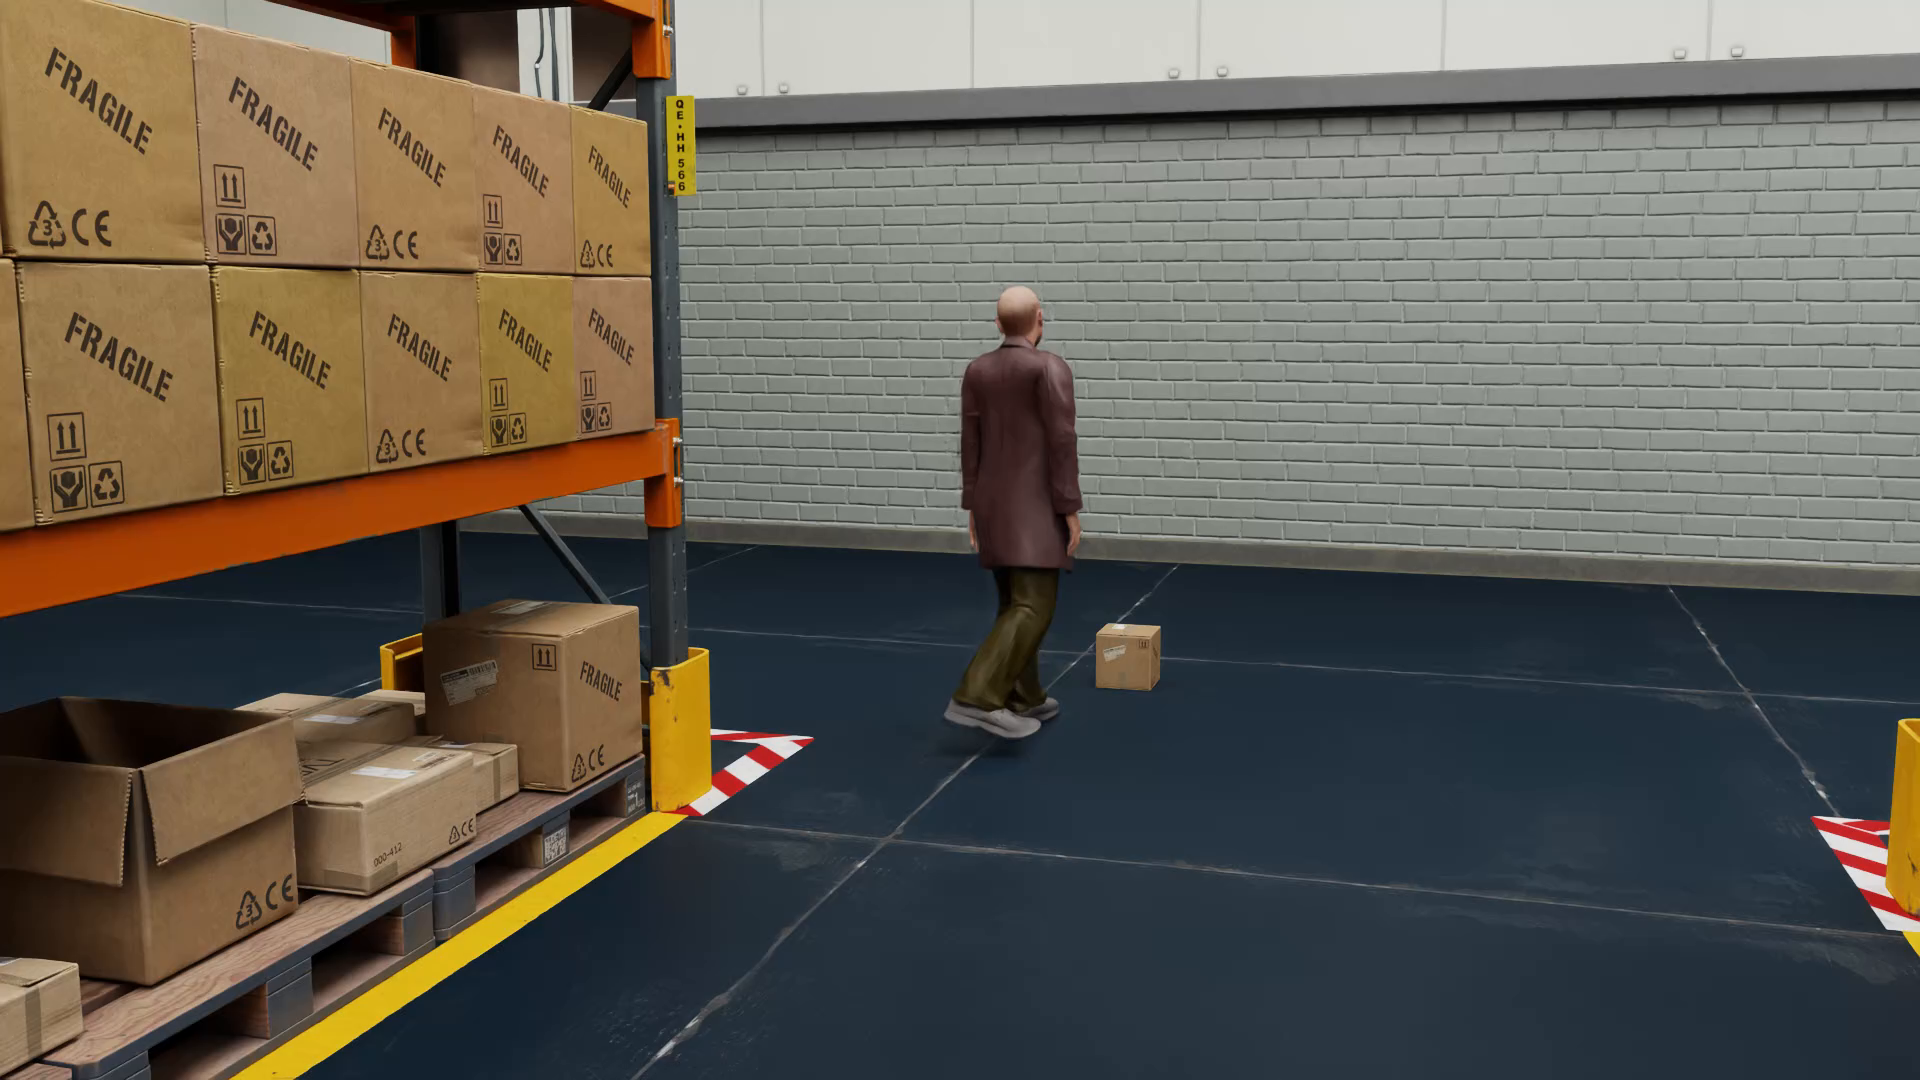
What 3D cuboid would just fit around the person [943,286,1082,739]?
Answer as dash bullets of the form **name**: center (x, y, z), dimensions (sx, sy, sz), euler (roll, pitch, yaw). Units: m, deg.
- **person**: center (0.201, -0.102, 6.544), dimensions (0.748, 1.773, 0.612), euler (-7, 11, -40)
